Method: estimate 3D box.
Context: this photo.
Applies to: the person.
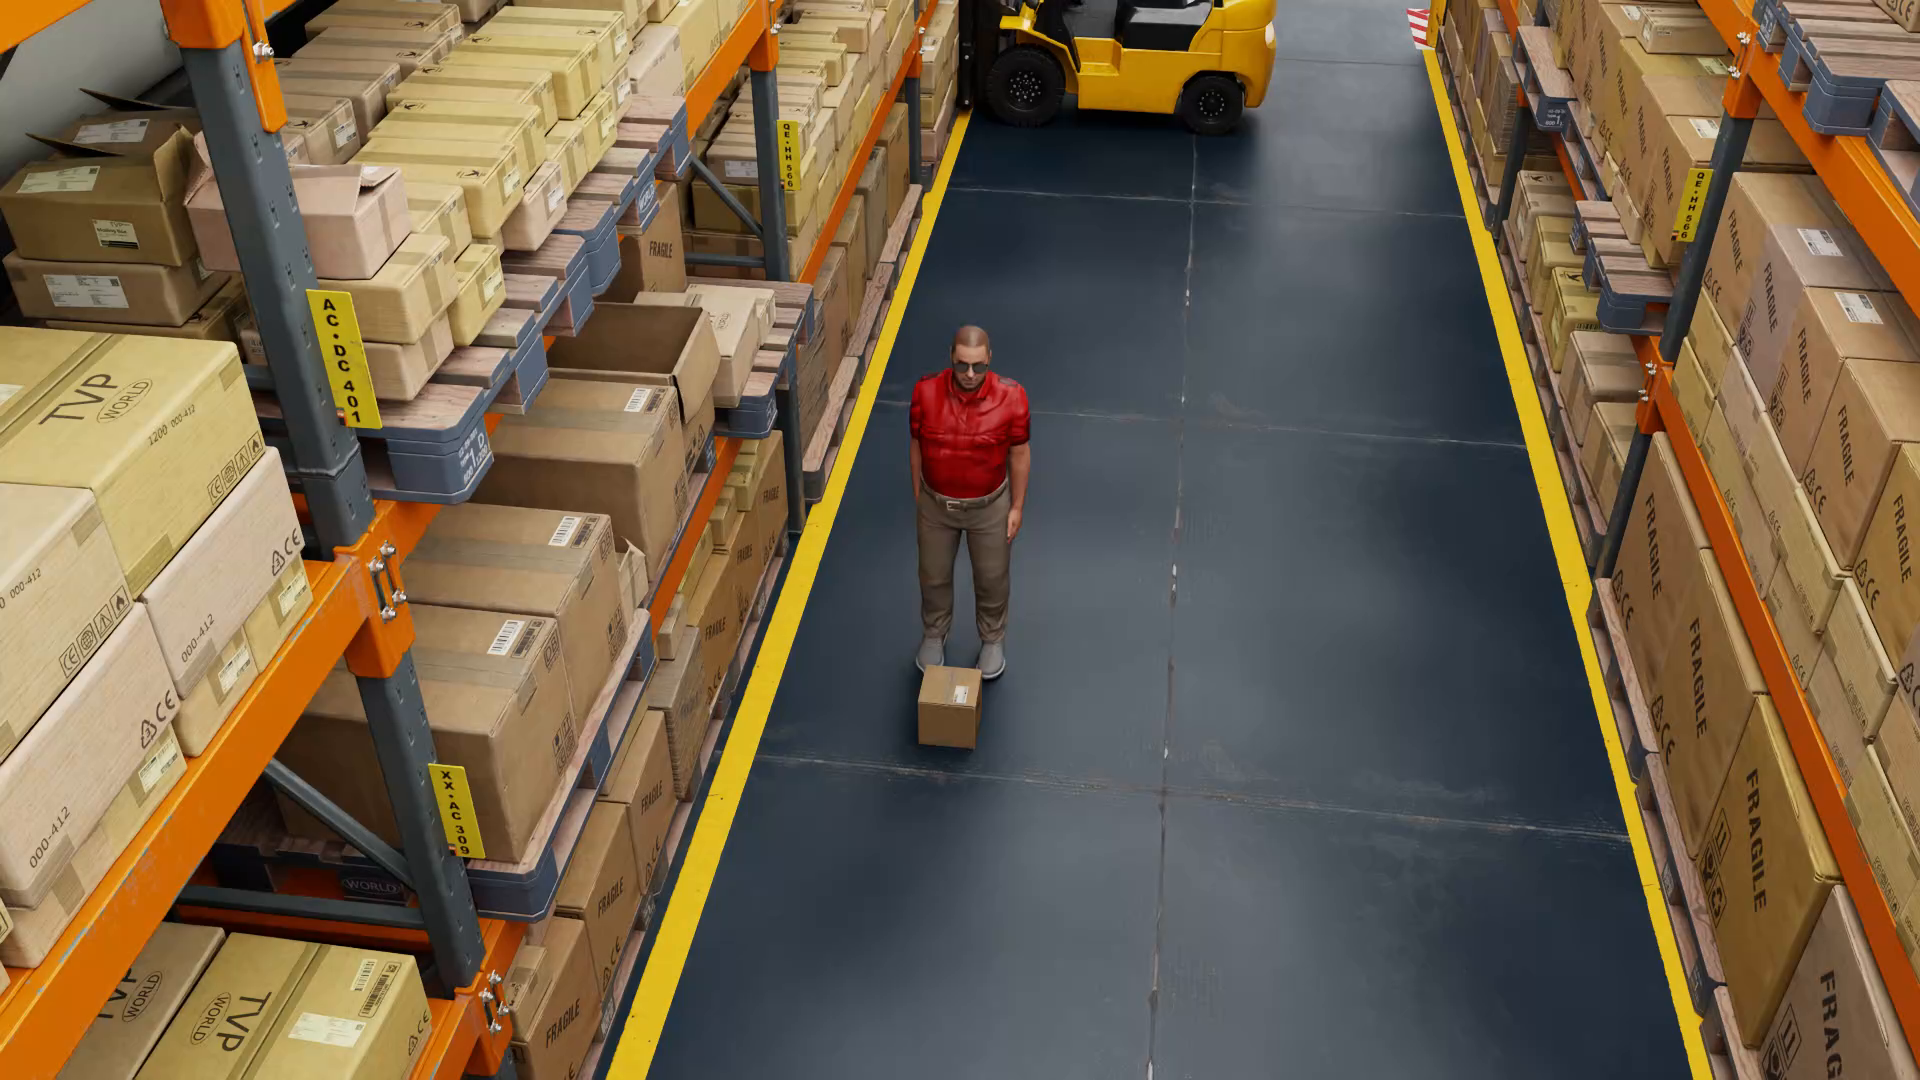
[{"bbox_3d":[0.034,-0.146,7.264,0.527,1.723,0.360,5,36,7],"label":"person"}]
